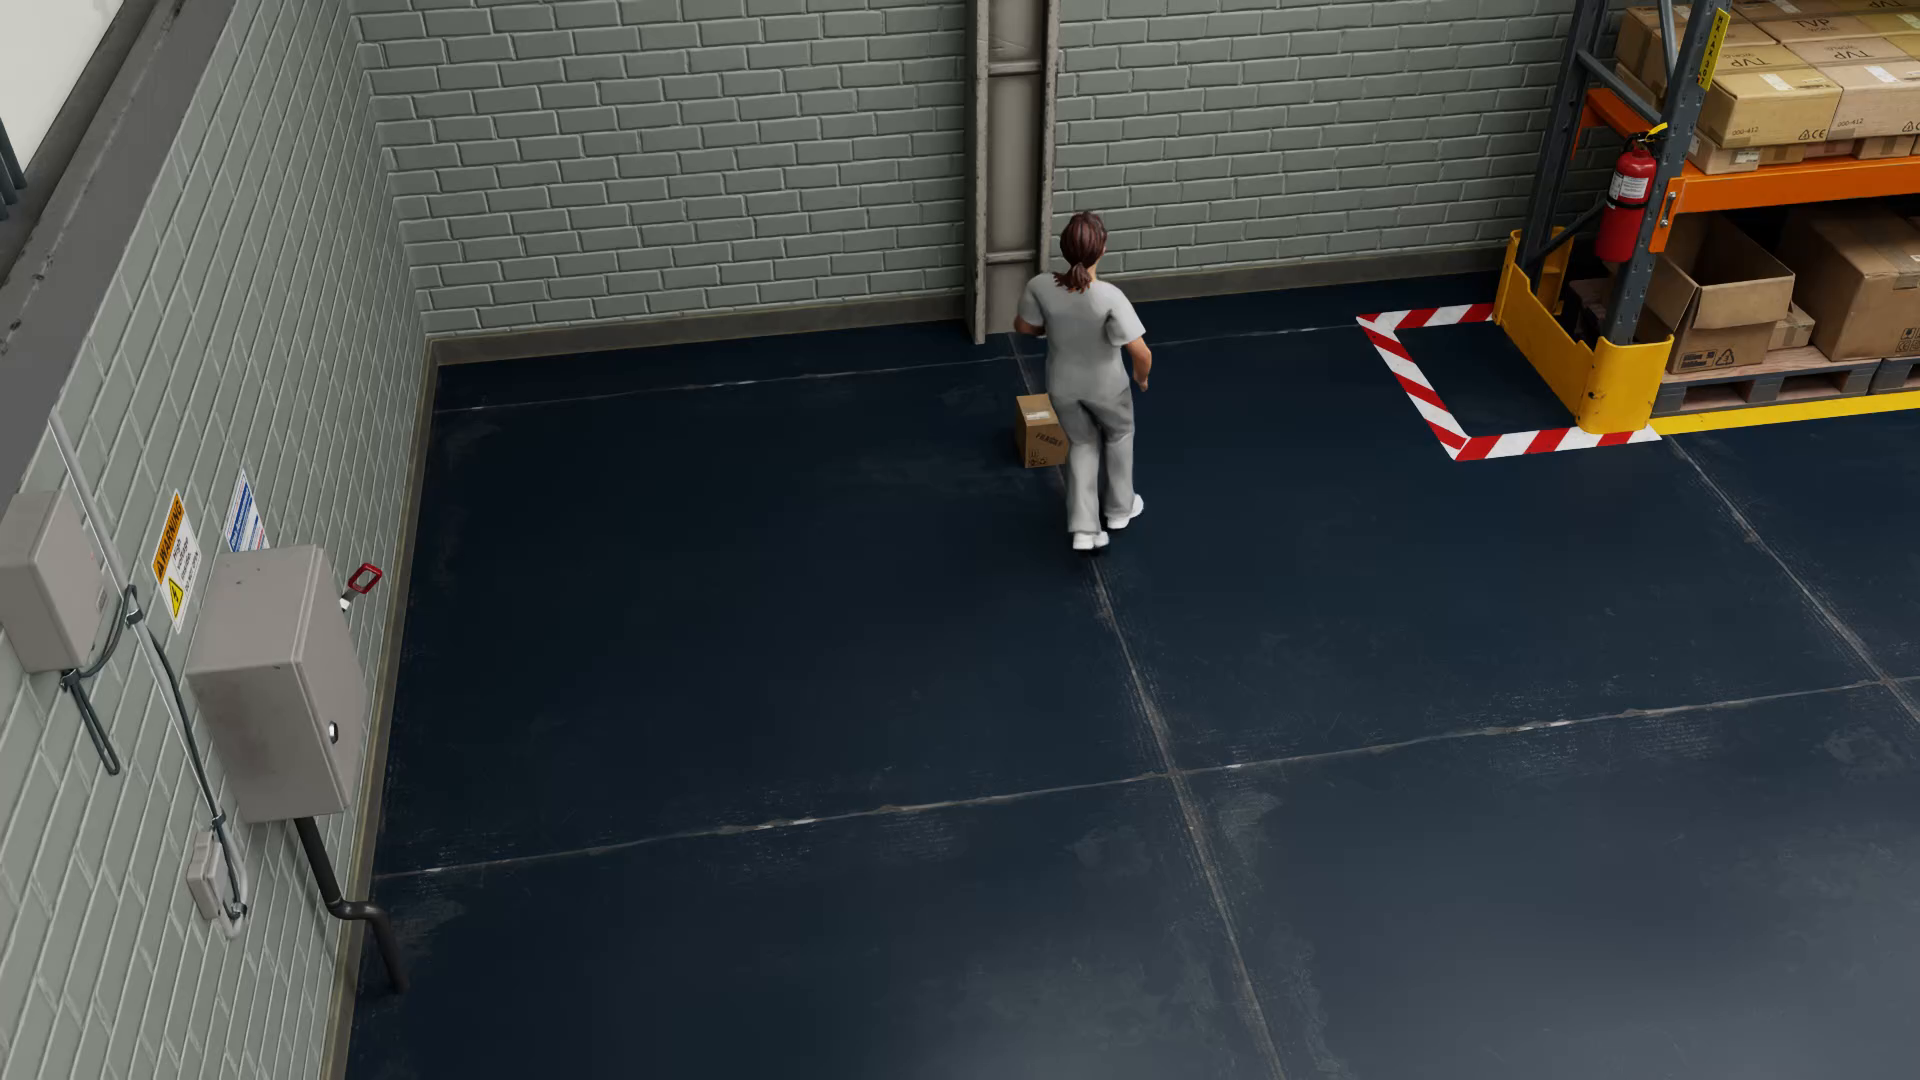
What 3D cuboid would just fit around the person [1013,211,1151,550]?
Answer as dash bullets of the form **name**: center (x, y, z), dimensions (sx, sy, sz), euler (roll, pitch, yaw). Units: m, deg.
- **person**: center (0.532, -0.666, 7.043), dimensions (0.618, 1.647, 0.676), euler (13, 41, 16)
